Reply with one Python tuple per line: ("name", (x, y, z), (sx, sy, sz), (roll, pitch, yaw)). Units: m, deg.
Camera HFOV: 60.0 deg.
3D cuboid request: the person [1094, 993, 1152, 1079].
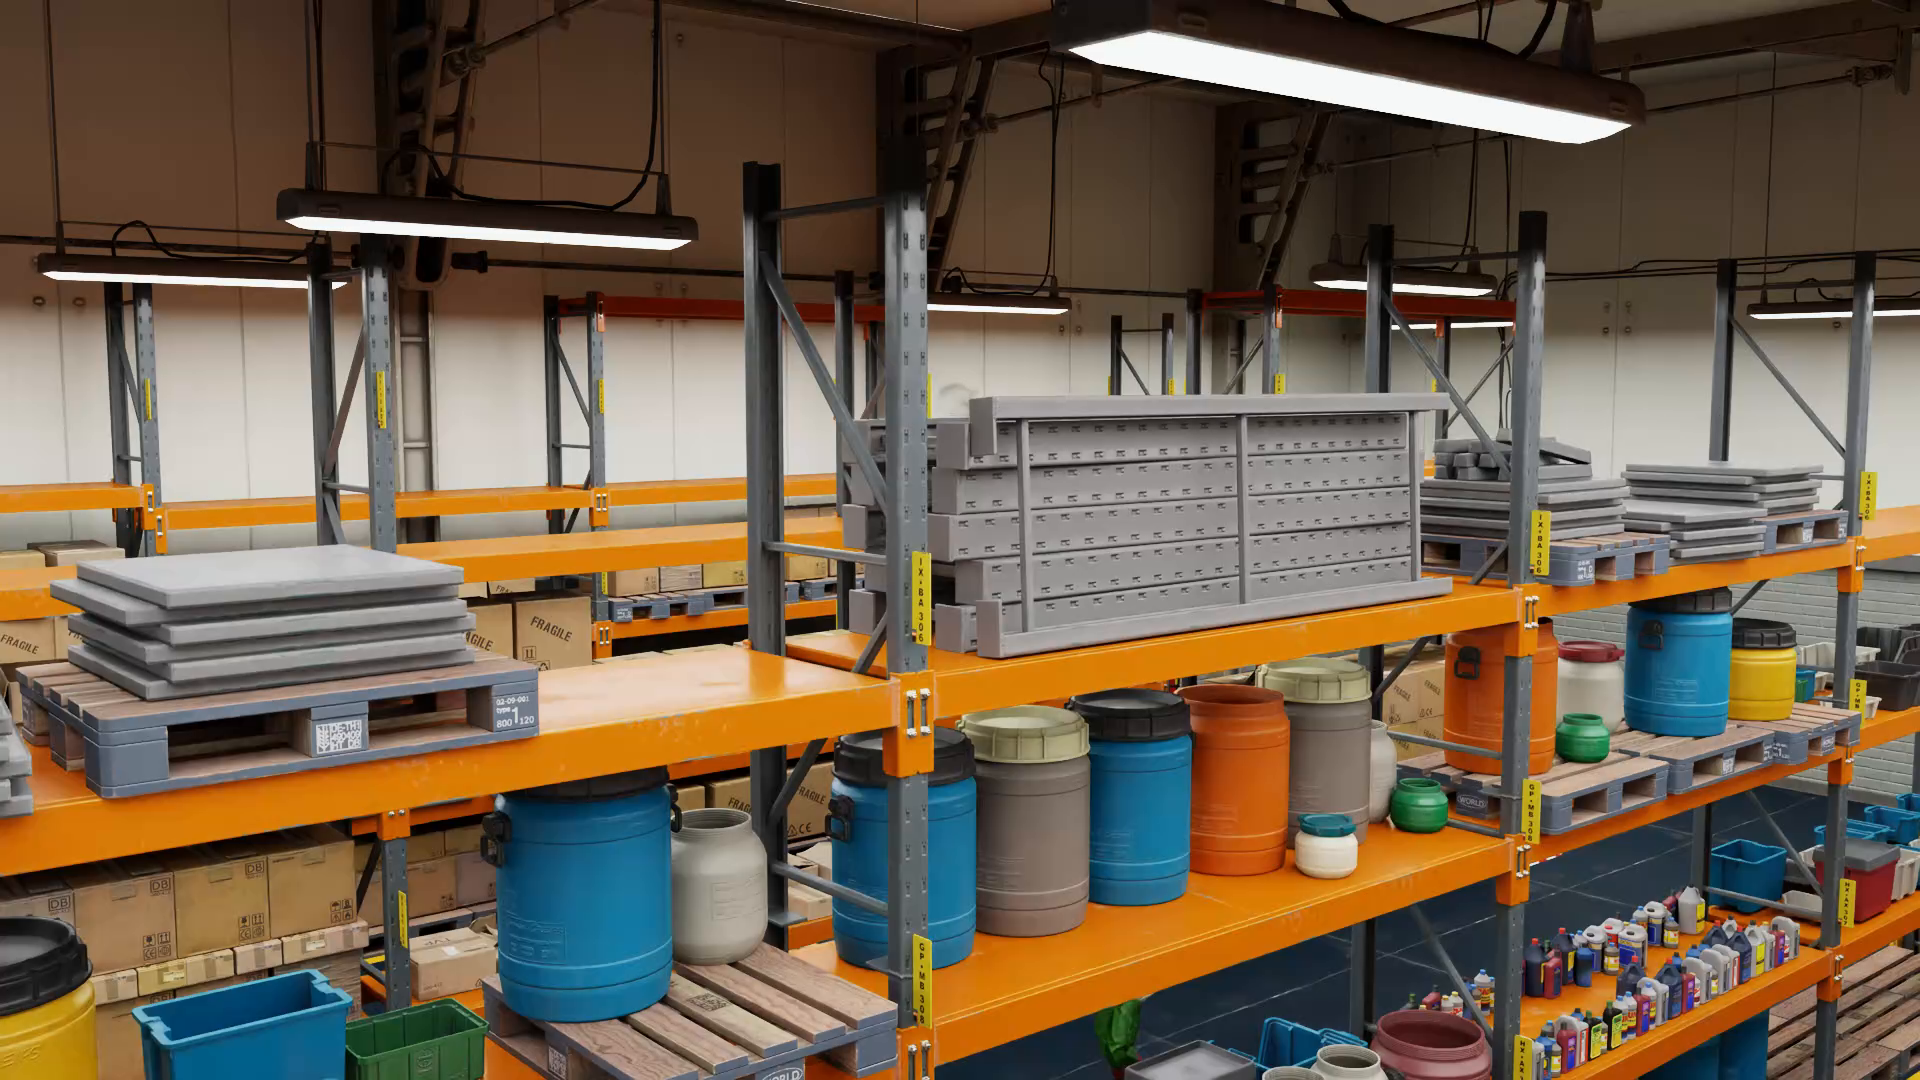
("person", (1.106, 3.168, 11.605), (0.643, 1.741, 0.581), (5, 8, 43))
